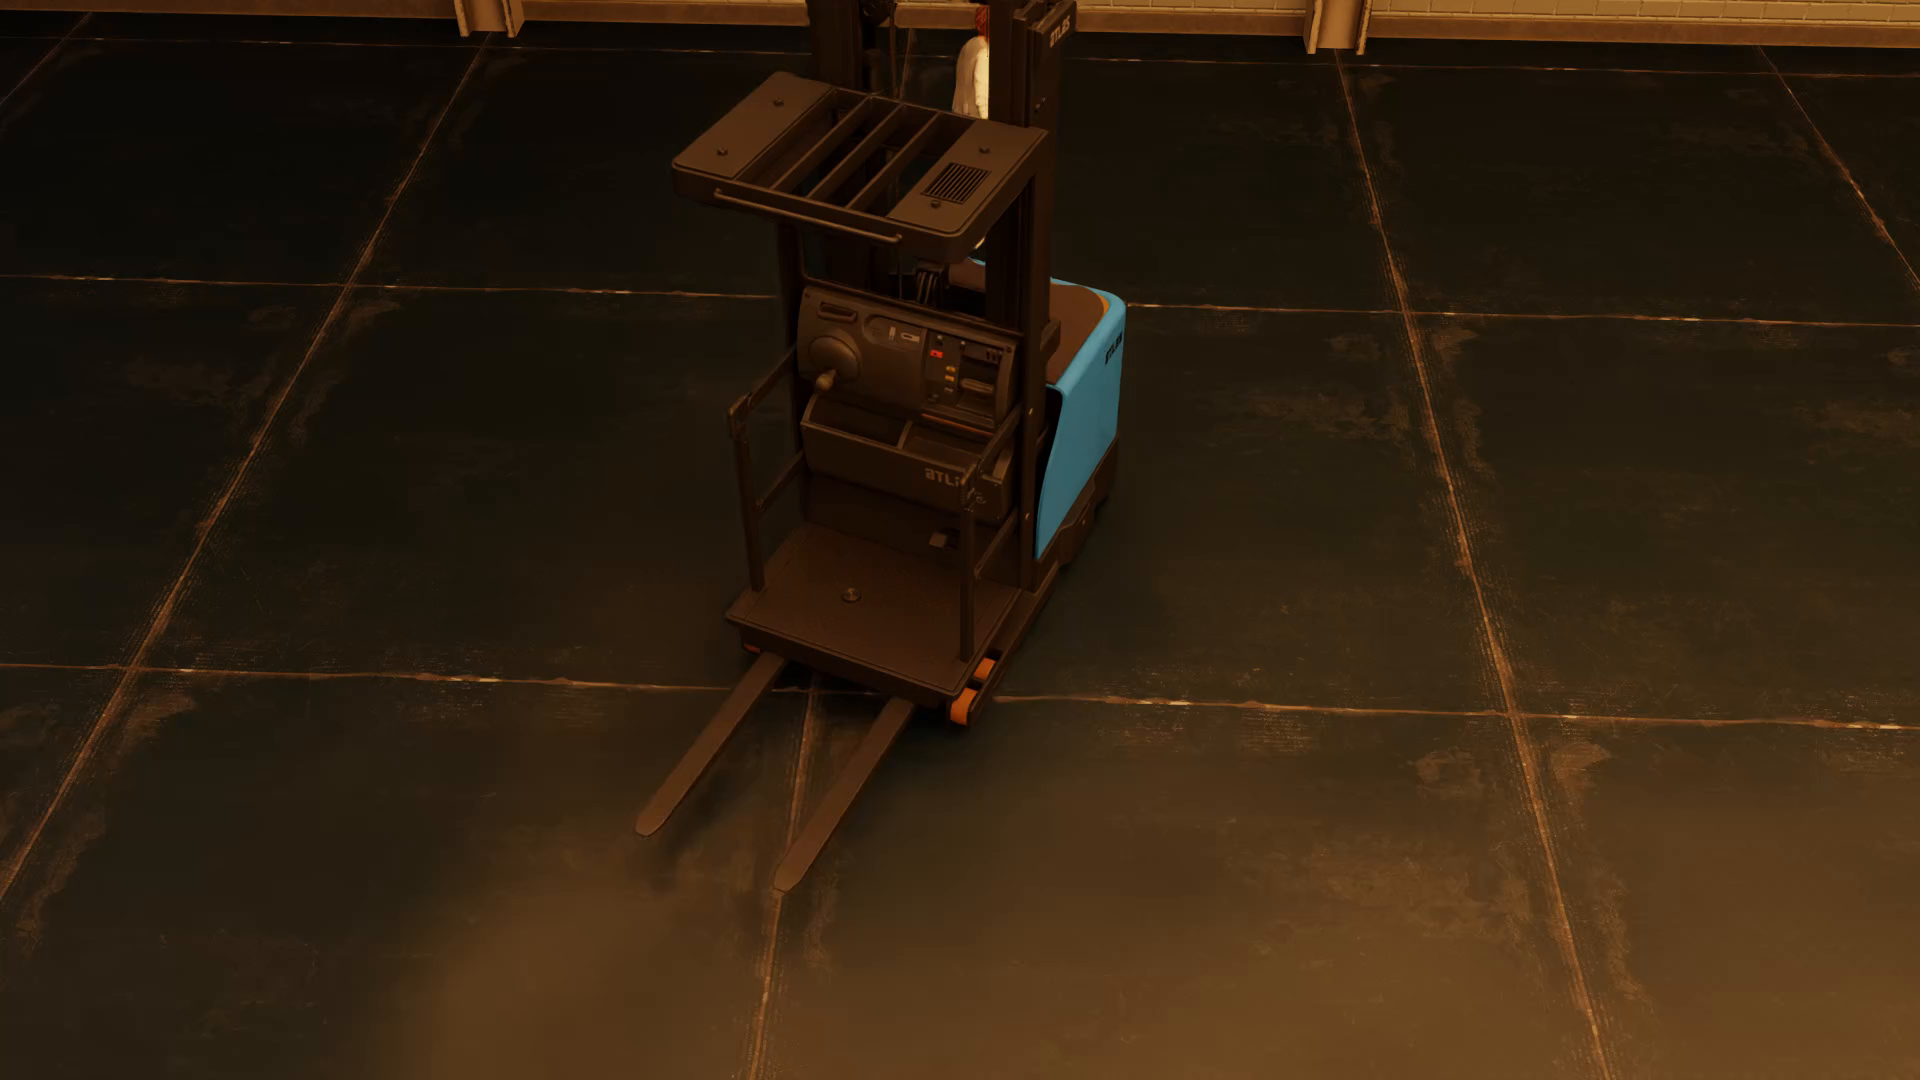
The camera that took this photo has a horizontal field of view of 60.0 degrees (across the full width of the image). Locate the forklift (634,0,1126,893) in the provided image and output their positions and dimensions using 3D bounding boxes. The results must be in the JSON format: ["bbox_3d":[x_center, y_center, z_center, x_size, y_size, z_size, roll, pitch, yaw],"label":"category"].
[{"bbox_3d":[-0.309,-0.633,6.435,1.130,2.935,3.031,17,45,18],"label":"forklift"}]

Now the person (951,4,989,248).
[{"bbox_3d":[0.247,-2.299,9.366,0.730,1.448,0.645,-25,48,-25],"label":"person"}]
